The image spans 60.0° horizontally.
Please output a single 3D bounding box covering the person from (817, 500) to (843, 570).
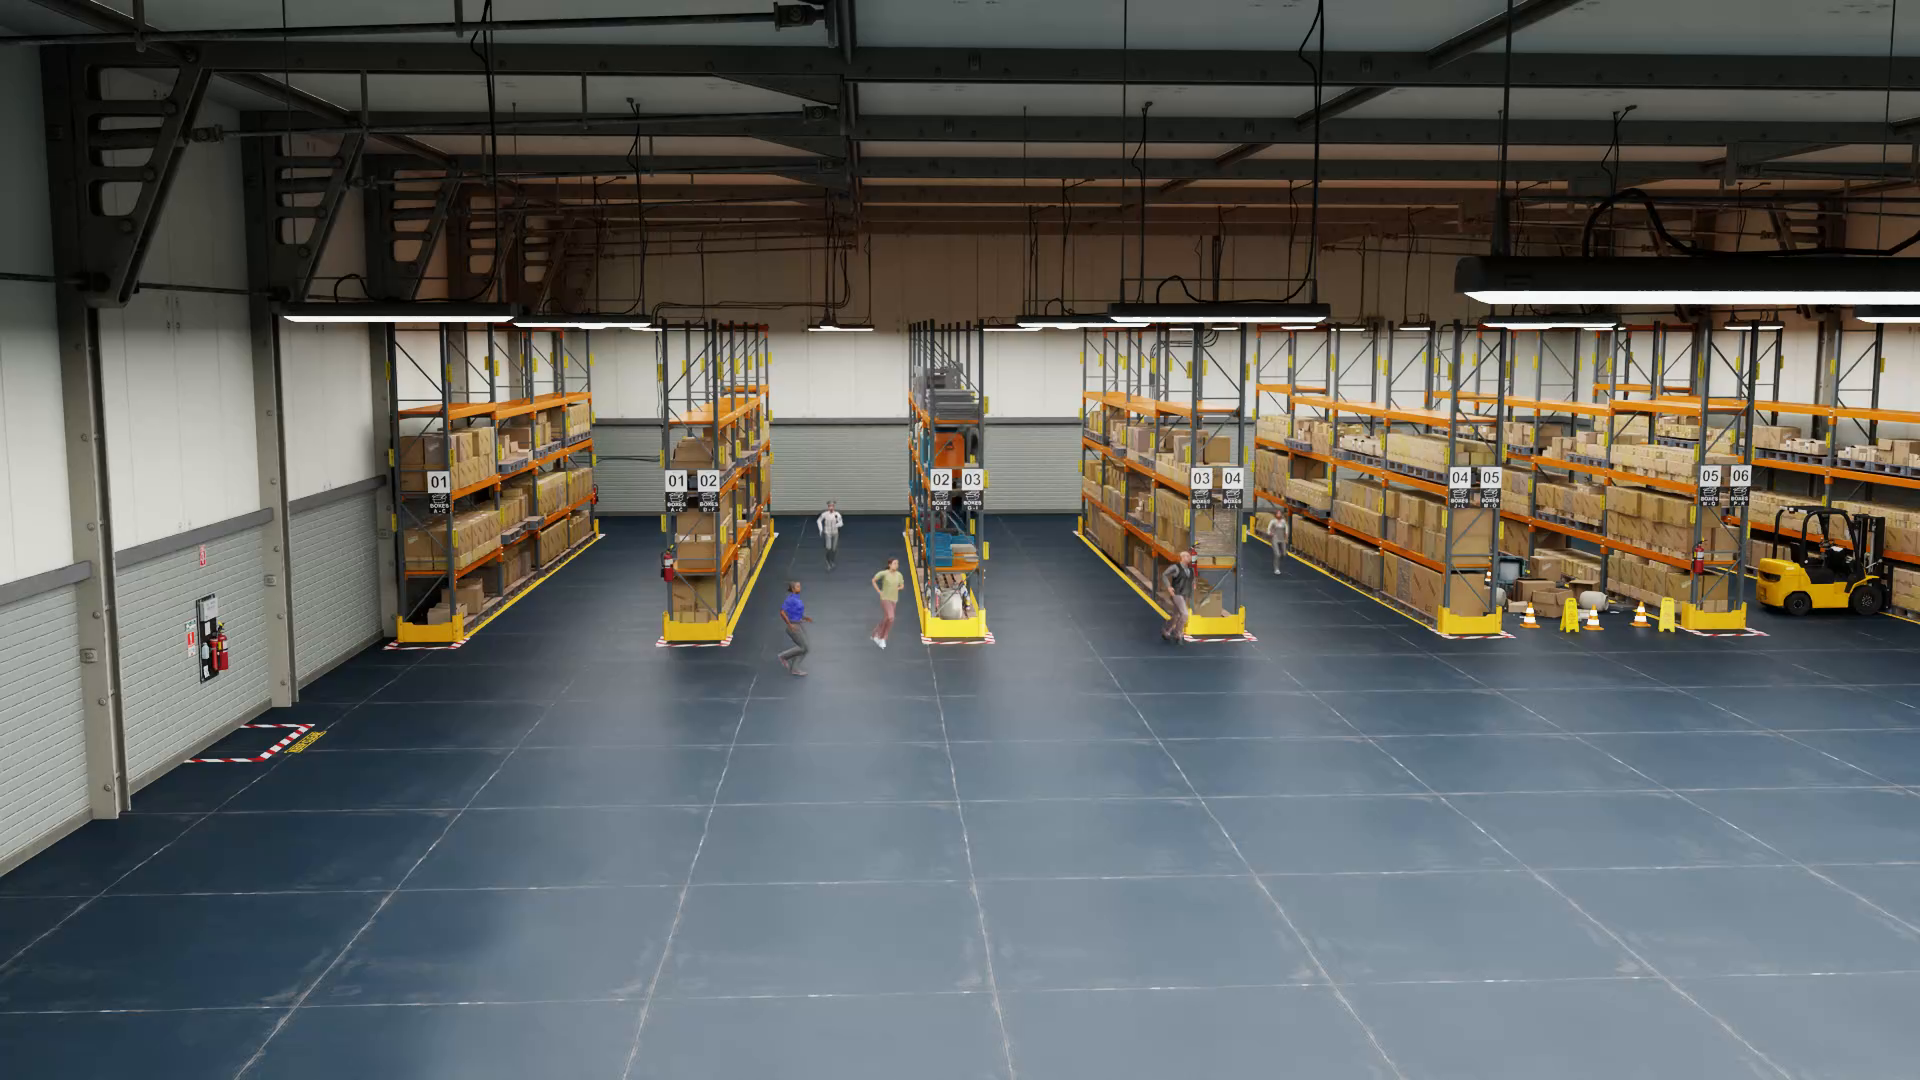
[{"bbox_3d":[-3.142,-0.118,40.565,0.580,1.715,0.694,-2,7,-15],"label":"person"}]

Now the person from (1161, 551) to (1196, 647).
[{"bbox_3d":[4.093,1.084,30.895,0.702,1.753,0.659,7,10,44],"label":"person"}]

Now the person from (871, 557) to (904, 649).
[{"bbox_3d":[-1.328,1.142,30.733,0.606,1.654,0.705,-5,9,-36],"label":"person"}]

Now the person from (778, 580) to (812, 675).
[{"bbox_3d":[-2.741,1.479,27.975,0.509,1.608,0.588,1,7,9],"label":"person"}]

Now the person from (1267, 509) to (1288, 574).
[{"bbox_3d":[7.619,0.038,39.831,0.532,1.550,0.559,-1,7,-7],"label":"person"}]
